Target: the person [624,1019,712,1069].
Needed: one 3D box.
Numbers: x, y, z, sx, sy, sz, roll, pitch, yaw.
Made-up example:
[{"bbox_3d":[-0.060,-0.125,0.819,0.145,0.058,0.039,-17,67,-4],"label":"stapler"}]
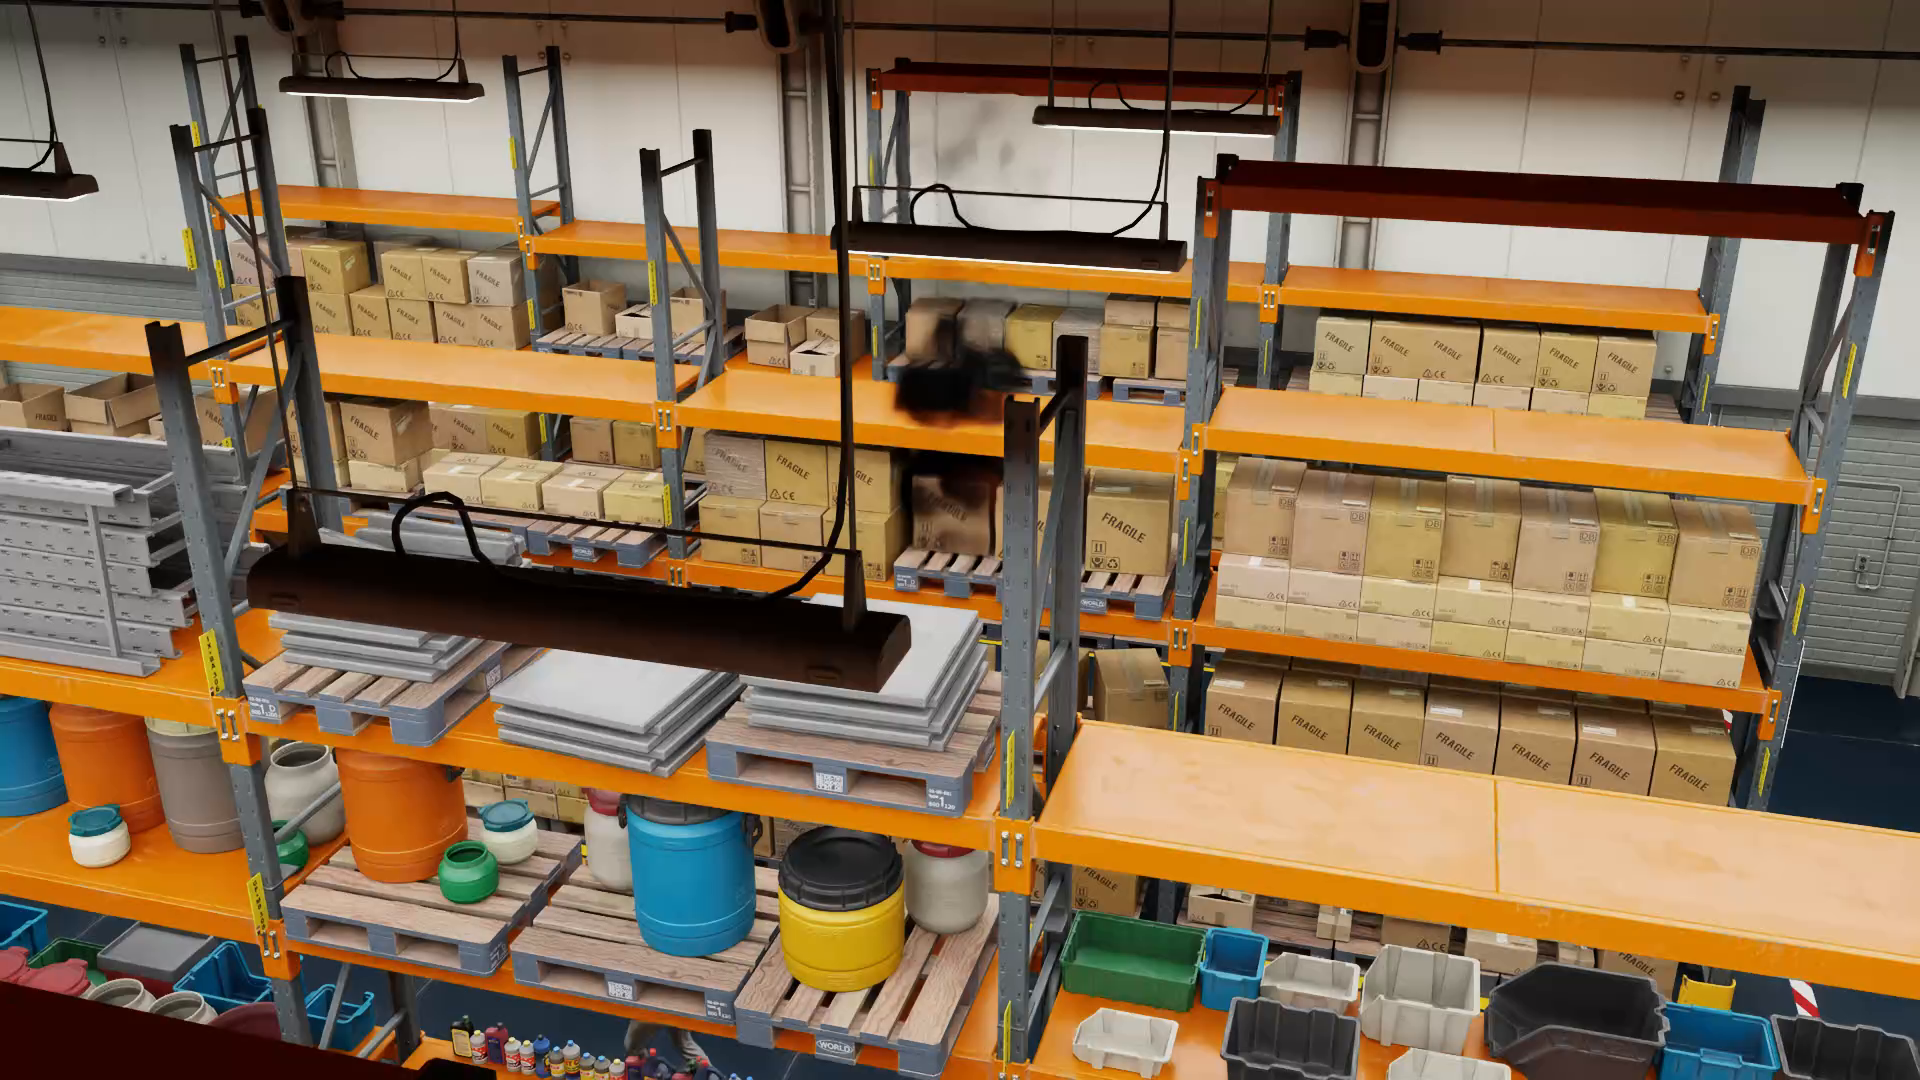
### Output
[{"bbox_3d":[-1.958,3.115,11.090,0.753,1.753,0.594,7,23,16],"label":"person"}]
